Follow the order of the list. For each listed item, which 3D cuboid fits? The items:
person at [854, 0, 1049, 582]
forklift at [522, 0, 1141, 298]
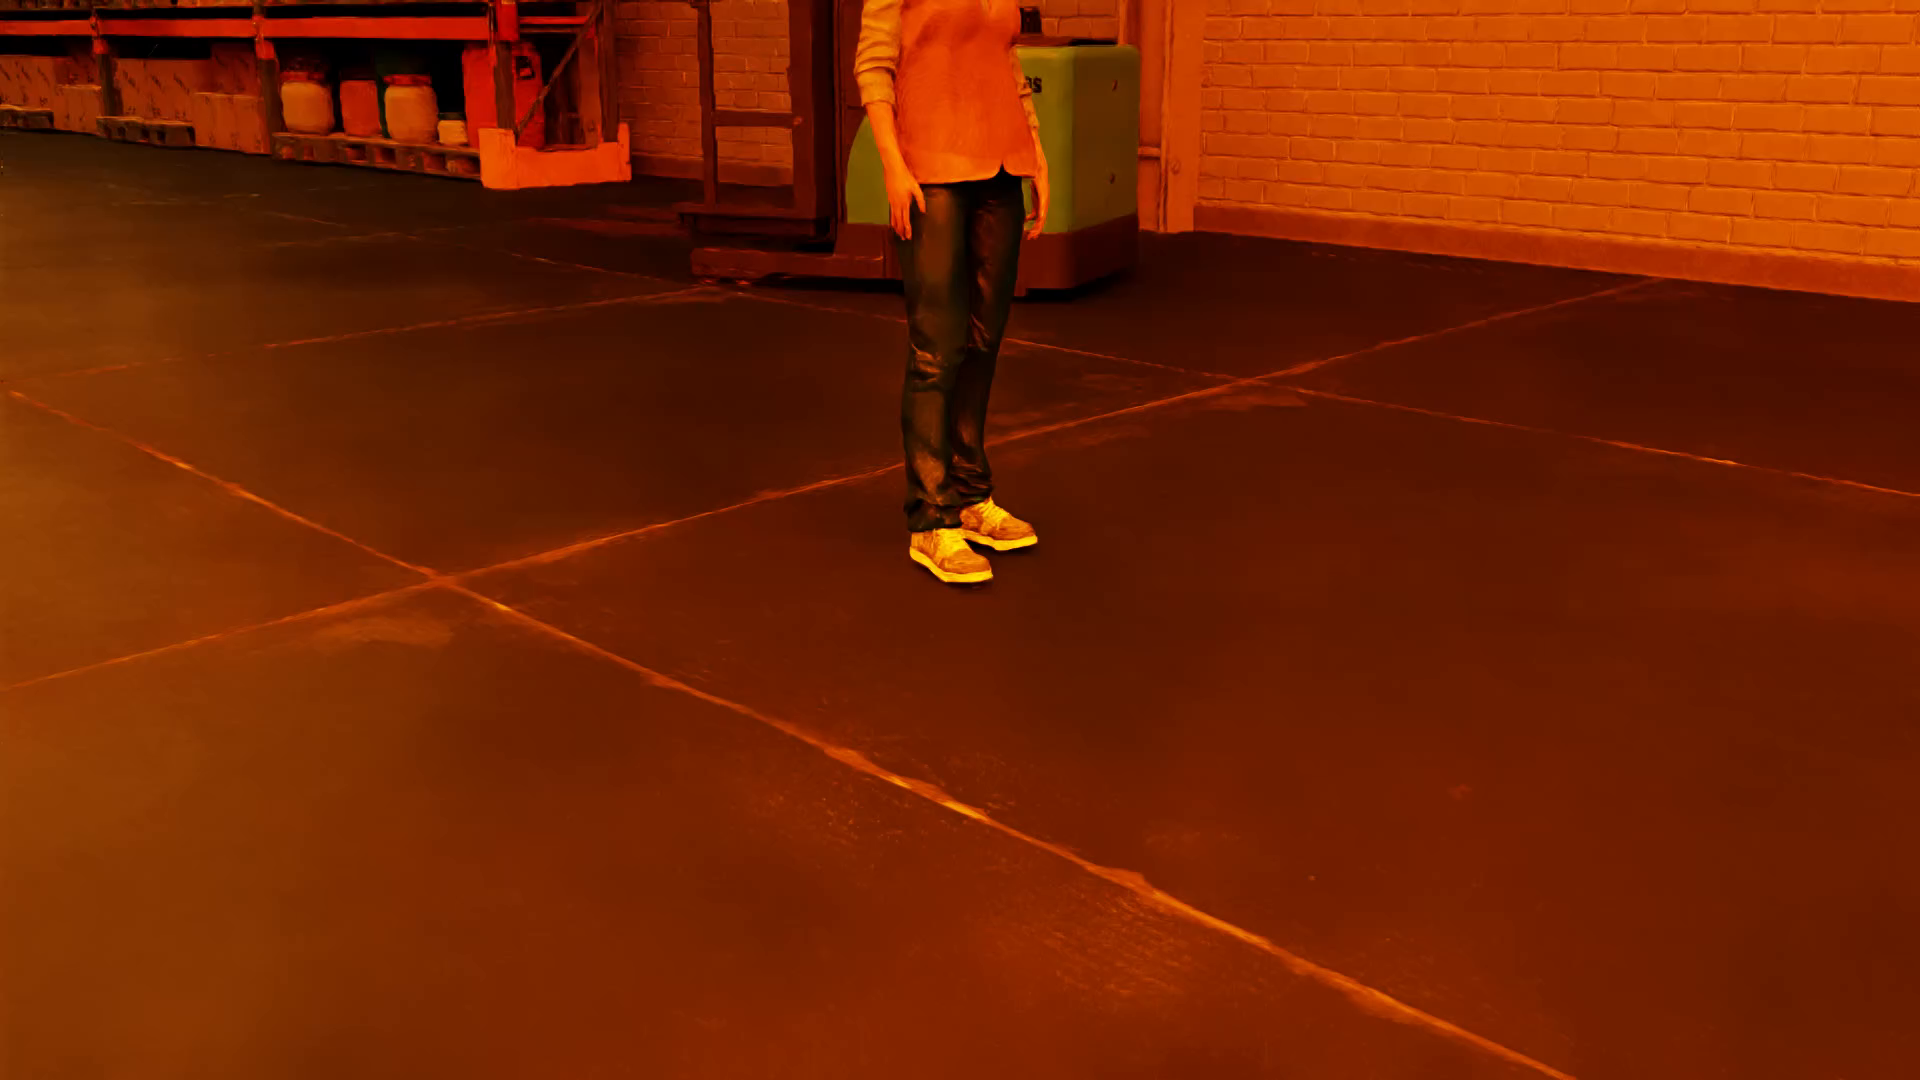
[{"bbox_3d":[0.043,-0.751,3.598,0.474,1.597,0.520,16,23,42],"label":"person"},{"bbox_3d":[-0.709,-2.722,7.750,3.031,2.935,1.130,8,19,23],"label":"forklift"}]
